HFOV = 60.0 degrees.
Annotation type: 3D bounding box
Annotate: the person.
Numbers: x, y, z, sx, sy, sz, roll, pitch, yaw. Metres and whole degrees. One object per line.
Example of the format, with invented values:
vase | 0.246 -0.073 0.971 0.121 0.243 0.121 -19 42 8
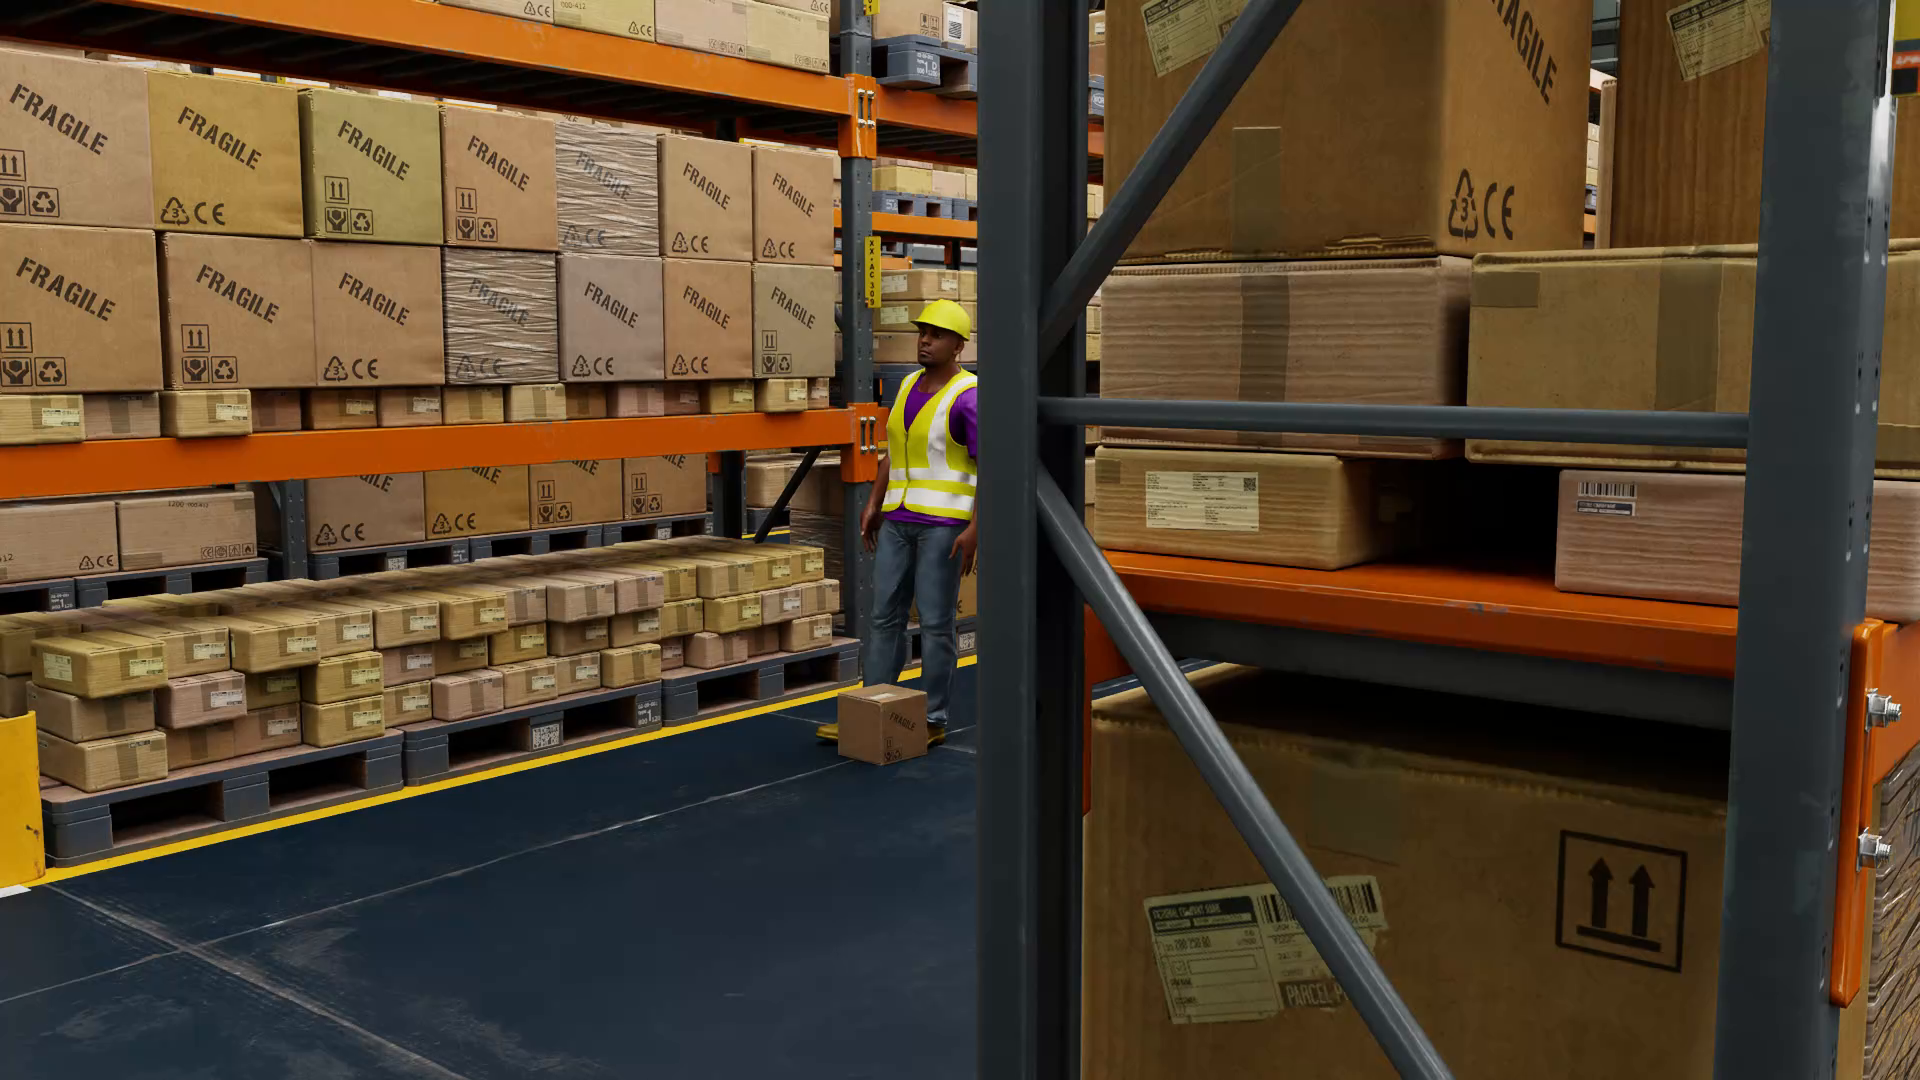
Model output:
person | -0.181 -0.061 6.569 0.575 1.768 0.665 -6 9 -44
